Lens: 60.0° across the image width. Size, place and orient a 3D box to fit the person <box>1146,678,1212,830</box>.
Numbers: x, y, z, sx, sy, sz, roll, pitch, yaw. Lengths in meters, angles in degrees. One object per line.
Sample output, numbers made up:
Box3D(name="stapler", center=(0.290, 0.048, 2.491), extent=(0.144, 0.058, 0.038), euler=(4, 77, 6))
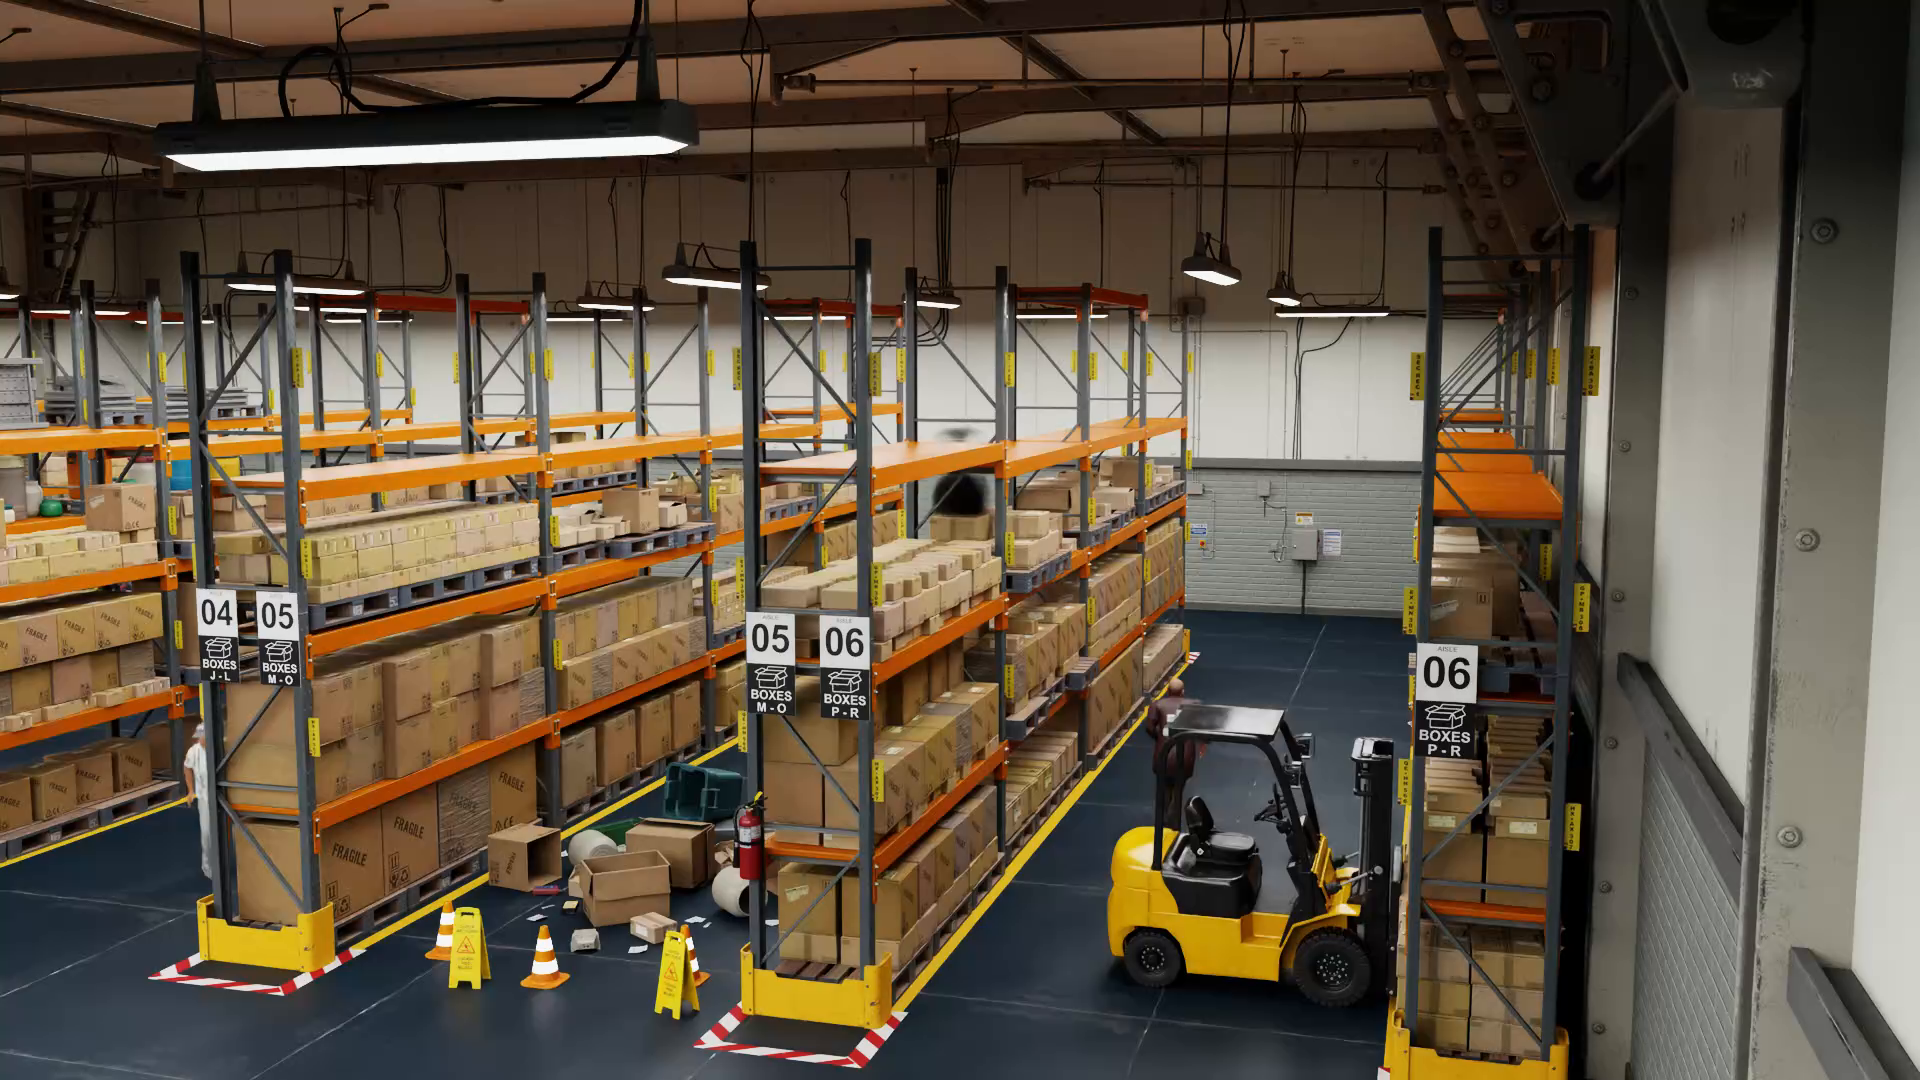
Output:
Box3D(name="person", center=(2.397, 2.438, 18.180), extent=(0.739, 1.429, 0.885), euler=(1, 6, 8))

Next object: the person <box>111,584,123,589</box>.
Box3D(name="person", center=(-13.877, 1.302, 27.618), extent=(0.688, 1.572, 0.857), euler=(0, 6, -2))

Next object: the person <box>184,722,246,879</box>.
Box3D(name="person", center=(-7.321, 2.575, 16.517), extent=(0.631, 1.640, 0.806), euler=(-4, 8, -32))

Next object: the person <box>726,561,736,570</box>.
Box3D(name="person", center=(-3.748, 1.175, 28.287), extent=(0.657, 1.701, 0.713), euler=(2, 7, 20))
